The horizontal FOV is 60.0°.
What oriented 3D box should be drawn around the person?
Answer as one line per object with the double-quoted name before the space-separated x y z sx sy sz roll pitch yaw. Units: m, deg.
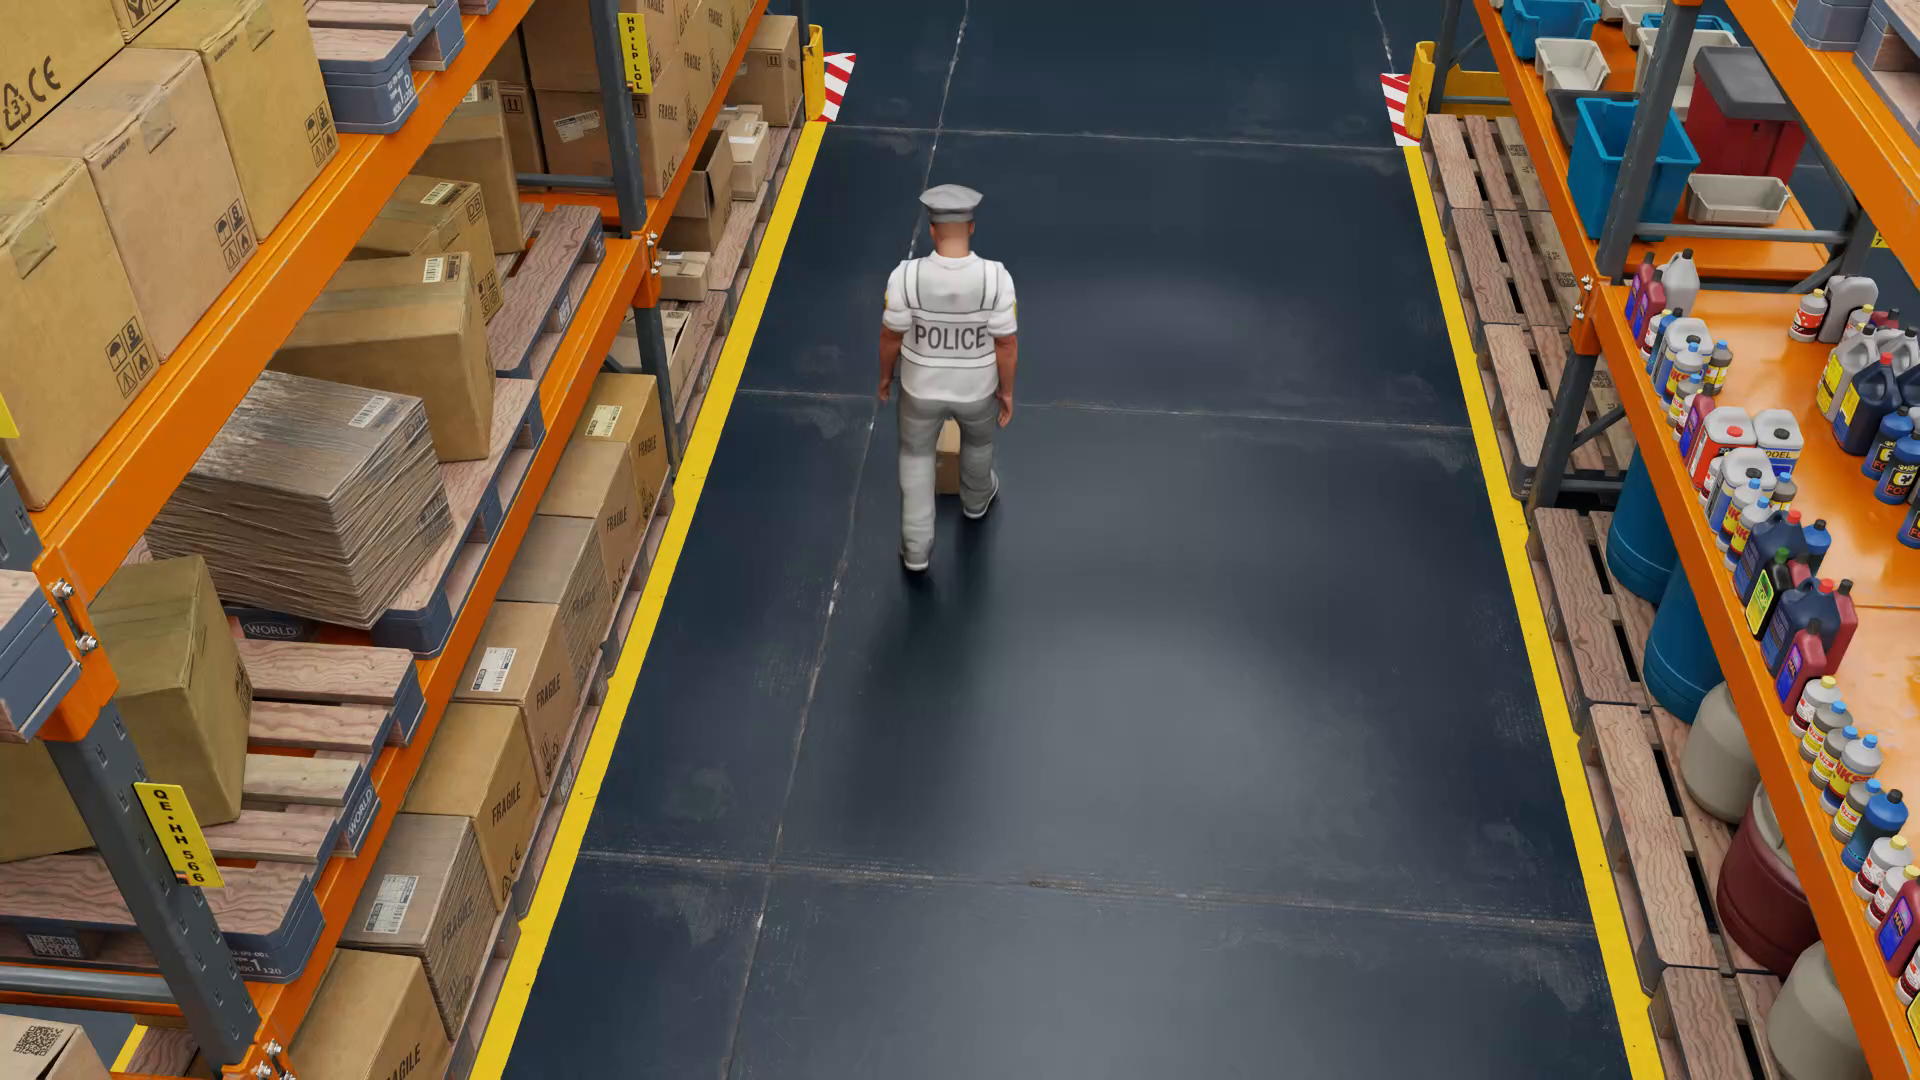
"person" -0.057 -0.712 6.992 0.581 1.717 0.771 0 40 0
